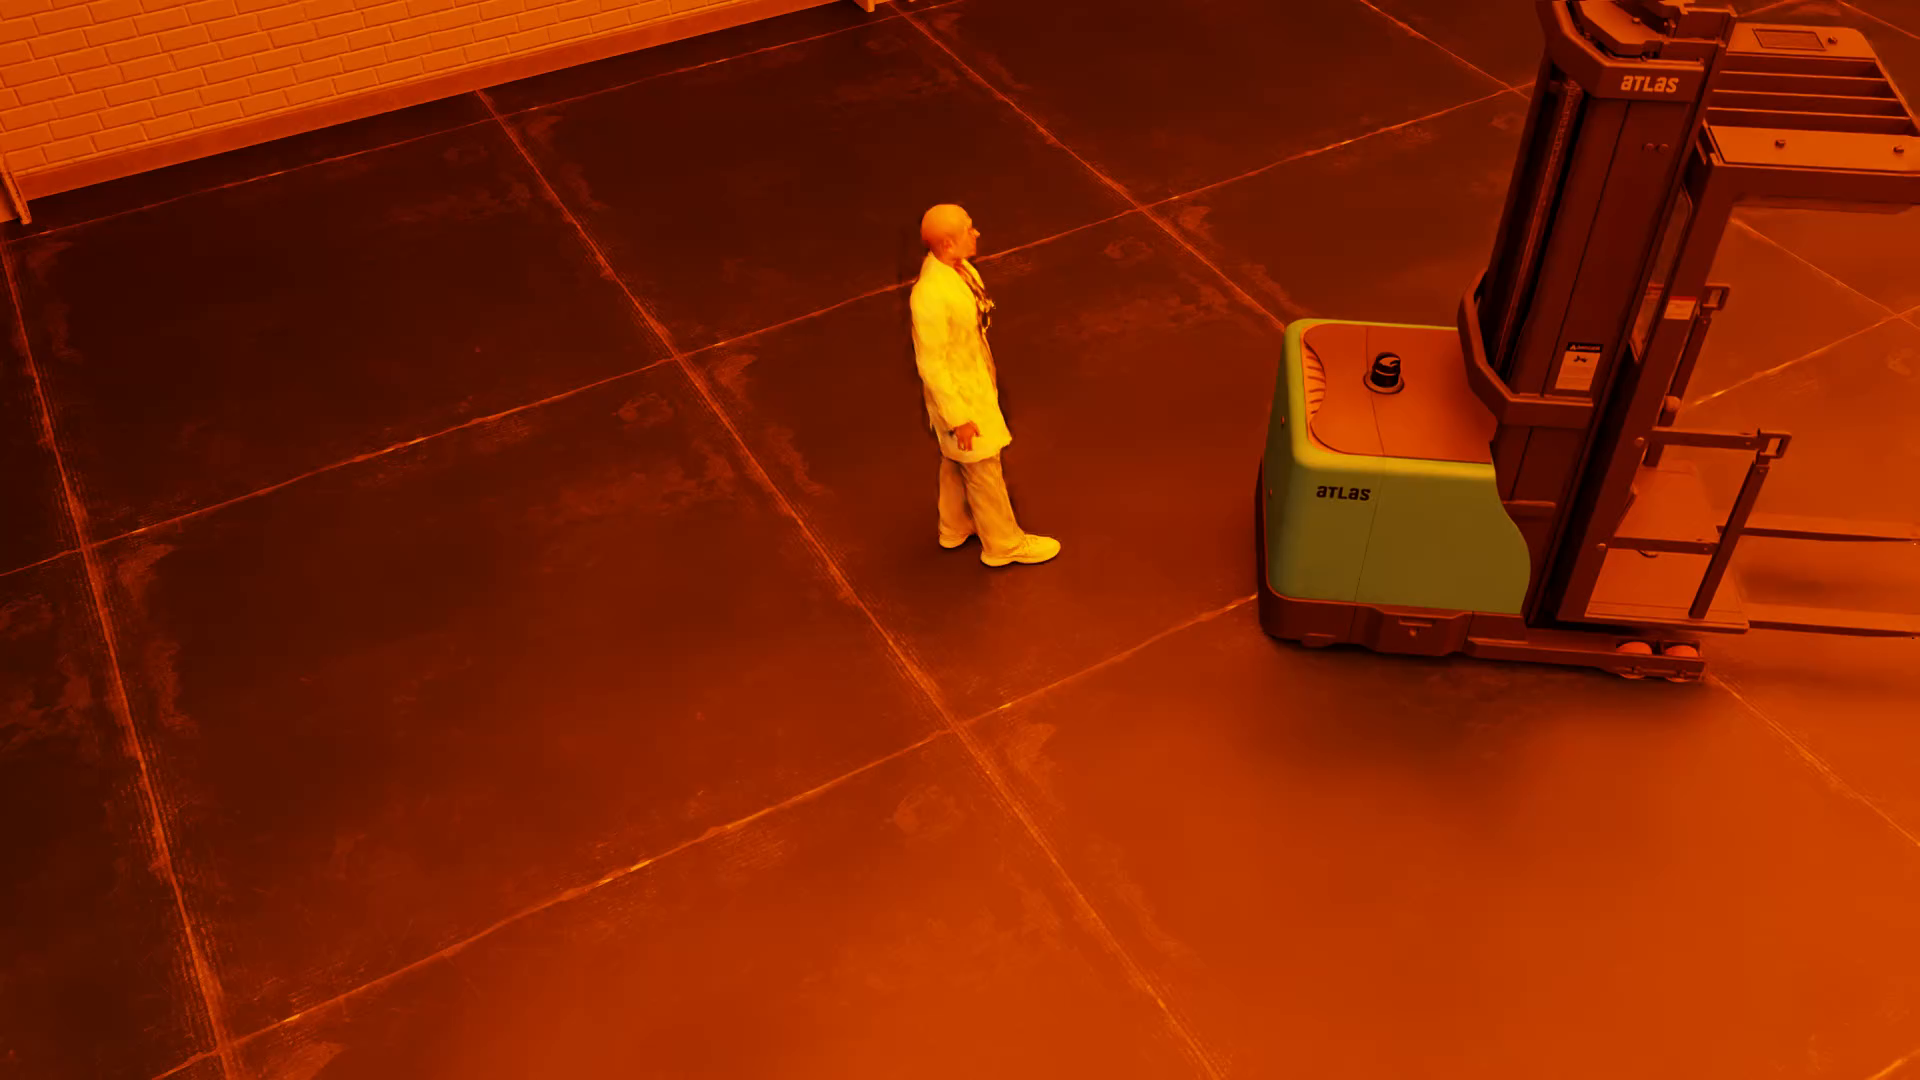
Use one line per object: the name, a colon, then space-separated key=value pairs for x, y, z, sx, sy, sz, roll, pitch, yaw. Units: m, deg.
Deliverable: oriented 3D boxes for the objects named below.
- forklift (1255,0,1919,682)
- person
forklift: x=2.878 y=-0.843 z=6.607 sx=3.031 sy=2.935 sz=1.130 roll=4 pitch=43 yaw=4
person: x=0.143 y=-0.647 z=7.237 sx=0.667 sy=1.779 sz=0.697 roll=4 pitch=43 yaw=5
